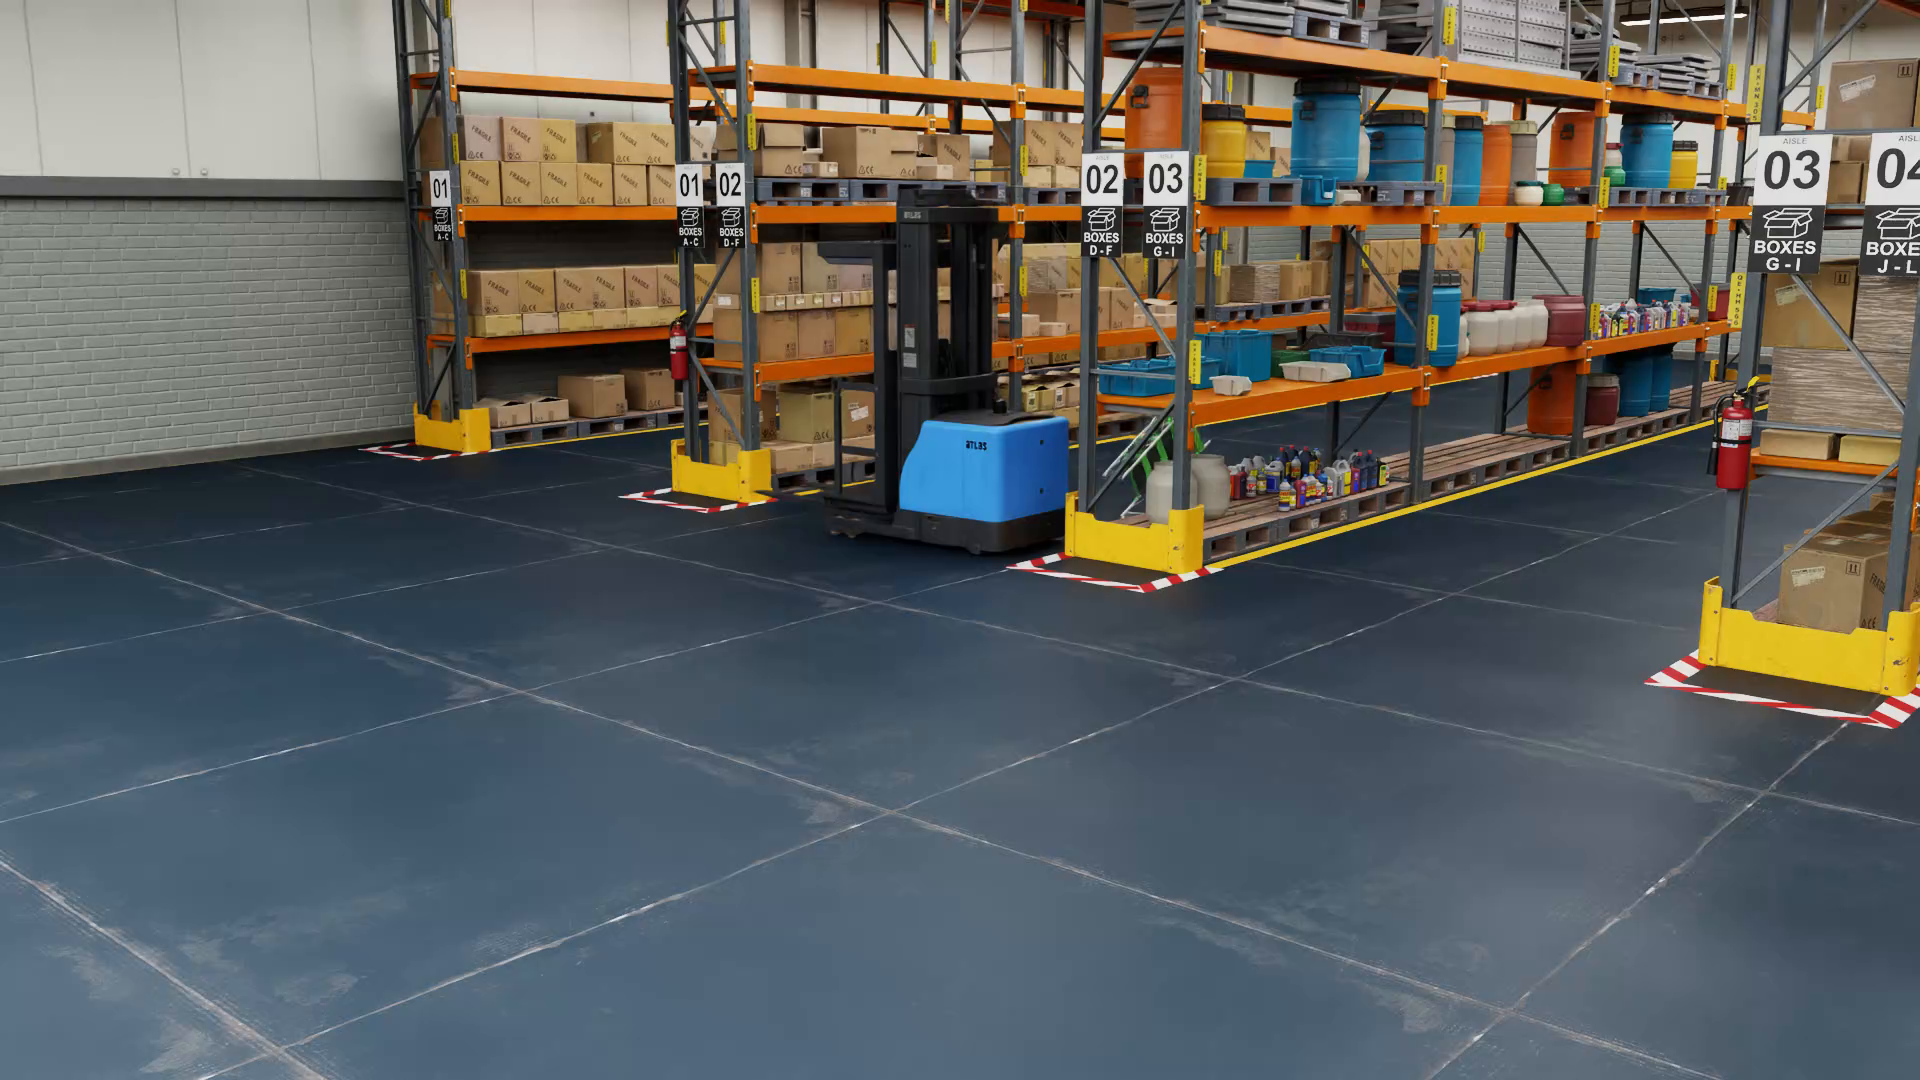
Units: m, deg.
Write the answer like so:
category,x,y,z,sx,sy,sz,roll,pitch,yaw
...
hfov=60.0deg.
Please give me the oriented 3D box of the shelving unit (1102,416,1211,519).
category,x,y,z,sx,sy,sz,roll,pitch,yaw
shelving unit,1.811,-0.754,15.219,0.258,0.503,1.200,11,48,44

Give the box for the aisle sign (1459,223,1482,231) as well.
category,x,y,z,sx,sy,sz,roll,pitch,yaw
aisle sign,8.488,-5.526,27.581,0.394,0.787,0.004,10,15,40

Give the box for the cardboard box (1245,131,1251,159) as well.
category,x,y,z,sx,sy,sz,roll,pitch,yaw
cardboard box,3.561,-5.252,22.382,0.500,0.500,0.500,10,15,40

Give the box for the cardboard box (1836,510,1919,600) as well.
category,x,y,z,sx,sy,sz,roll,pitch,yaw
cardboard box,6.311,0.103,11.347,0.500,0.500,0.500,-10,15,-42

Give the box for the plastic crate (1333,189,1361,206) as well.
category,x,y,z,sx,sy,sz,roll,pitch,yaw
plastic crate,3.254,-2.927,14.223,0.243,0.136,0.396,10,15,40

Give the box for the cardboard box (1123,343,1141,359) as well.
category,x,y,z,sx,sy,sz,roll,pitch,yaw
cardboard box,2.753,-3.482,29.297,0.700,0.500,0.500,10,15,40

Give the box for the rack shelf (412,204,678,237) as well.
category,x,y,z,sx,sy,sz,roll,pitch,yaw
rack shelf,-4.752,-3.979,20.652,1.077,0.370,4.000,10,15,40

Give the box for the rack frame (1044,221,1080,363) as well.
category,x,y,z,sx,sy,sz,roll,pitch,yaw
rack frame,1.849,-4.332,28.241,1.000,3.000,0.127,10,15,40

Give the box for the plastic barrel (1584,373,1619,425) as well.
category,x,y,z,sx,sy,sz,roll,pitch,yaw
plastic barrel,7.706,-1.726,20.280,0.600,0.588,0.708,10,15,40

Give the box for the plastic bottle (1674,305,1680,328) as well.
category,x,y,z,sx,sy,sz,roll,pitch,yaw
plastic bottle,9.032,-2.837,21.072,0.152,0.276,0.135,10,15,40

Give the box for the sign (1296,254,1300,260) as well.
category,x,y,z,sx,sy,sz,roll,pitch,yaw
sign,5.160,-4.185,25.298,0.100,0.325,0.005,10,15,40

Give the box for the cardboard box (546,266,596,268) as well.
category,x,y,z,sx,sy,sz,roll,pitch,yaw
cardboard box,-4.911,-3.191,20.945,0.500,0.500,0.500,10,15,41

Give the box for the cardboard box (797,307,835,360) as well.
category,x,y,z,sx,sy,sz,roll,pitch,yaw
cardboard box,-1.688,-2.120,16.914,0.700,0.500,0.500,10,15,42

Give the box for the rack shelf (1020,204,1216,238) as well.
category,x,y,z,sx,sy,sz,roll,pitch,yaw
rack shelf,1.612,-3.927,20.394,1.077,0.370,4.000,10,15,40

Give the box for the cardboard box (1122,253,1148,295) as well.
category,x,y,z,sx,sy,sz,roll,pitch,yaw
cardboard box,2.705,-4.663,29.135,0.980,0.700,0.700,9,15,39

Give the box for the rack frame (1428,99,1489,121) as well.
category,x,y,z,sx,sy,sz,roll,pitch,yaw
rack frame,8.213,-7.222,27.396,1.000,3.000,0.127,10,15,40

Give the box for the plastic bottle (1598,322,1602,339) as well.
category,x,y,z,sx,sy,sz,roll,pitch,yaw
plastic bottle,7.340,-2.415,19.150,0.097,0.201,0.097,0,11,0

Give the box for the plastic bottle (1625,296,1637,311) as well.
category,x,y,z,sx,sy,sz,roll,pitch,yaw
plastic bottle,8.788,-3.011,21.754,0.144,0.351,0.185,10,15,40

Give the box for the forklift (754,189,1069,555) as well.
category,x,y,z,sx,sy,sz,roll,pitch,yaw
forklift,-0.528,-1.530,14.390,3.031,2.935,1.130,9,15,39

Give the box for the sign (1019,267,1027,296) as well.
category,x,y,z,sx,sy,sz,roll,pitch,yaw
sign,0.709,-2.907,18.694,0.100,0.325,0.005,10,15,40

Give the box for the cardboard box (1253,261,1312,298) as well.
category,x,y,z,sx,sy,sz,roll,pitch,yaw
cardboard box,4.685,-3.797,24.235,0.500,0.500,0.700,-9,15,-39

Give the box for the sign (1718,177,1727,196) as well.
category,x,y,z,sx,sy,sz,roll,pitch,yaw
sign,9.703,-4.455,21.176,0.100,0.325,0.005,10,15,40

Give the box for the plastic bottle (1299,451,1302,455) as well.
category,x,y,z,sx,sy,sz,roll,pitch,yaw
plastic bottle,3.277,-0.713,15.952,0.152,0.276,0.135,10,15,42

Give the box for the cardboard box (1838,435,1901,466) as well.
category,x,y,z,sx,sy,sz,roll,pitch,yaw
cardboard box,5.457,-0.533,9.863,0.380,0.149,0.250,10,15,40

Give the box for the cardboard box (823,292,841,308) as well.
category,x,y,z,sx,sy,sz,roll,pitch,yaw
cardboard box,-1.422,-2.436,16.838,0.380,0.149,0.250,9,15,39

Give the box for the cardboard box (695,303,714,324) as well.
category,x,y,z,sx,sy,sz,roll,pitch,yaw
cardboard box,-3.517,-2.982,21.816,0.500,0.250,0.500,10,15,40

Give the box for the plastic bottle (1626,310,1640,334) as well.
category,x,y,z,sx,sy,sz,roll,pitch,yaw
plastic bottle,8.094,-2.628,20.025,0.152,0.276,0.135,10,15,40

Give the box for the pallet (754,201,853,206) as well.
category,x,y,z,sx,sy,sz,roll,pitch,yaw
pallet,-2.262,-4.764,23.225,1.213,0.211,1.003,10,15,40

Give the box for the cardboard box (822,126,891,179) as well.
category,x,y,z,sx,sy,sz,roll,pitch,yaw
cardboard box,-1.048,-3.930,16.886,0.500,0.500,0.500,10,15,40

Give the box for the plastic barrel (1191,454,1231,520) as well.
category,x,y,z,sx,sy,sz,roll,pitch,yaw
plastic barrel,2.077,-0.452,14.095,0.421,0.512,0.421,0,11,0

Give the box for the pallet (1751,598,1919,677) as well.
category,x,y,z,sx,sy,sz,roll,pitch,yaw
pallet,5.703,0.596,10.687,1.003,0.211,1.213,10,15,40

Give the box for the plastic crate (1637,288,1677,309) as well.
category,x,y,z,sx,sy,sz,roll,pitch,yaw
plastic crate,9.343,-3.185,22.388,0.392,0.384,0.575,10,15,40

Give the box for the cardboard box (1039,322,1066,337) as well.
category,x,y,z,sx,sy,sz,roll,pitch,yaw
cardboard box,1.030,-2.496,19.689,0.380,0.149,0.250,10,15,40

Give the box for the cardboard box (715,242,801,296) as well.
category,x,y,z,sx,sy,sz,roll,pitch,yaw
cardboard box,-1.996,-2.686,16.436,0.700,0.500,0.500,10,15,41

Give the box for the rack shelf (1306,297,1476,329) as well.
category,x,y,z,sx,sy,sz,roll,pitch,yaw
rack shelf,6.892,-3.633,26.581,1.077,0.370,4.000,10,15,40

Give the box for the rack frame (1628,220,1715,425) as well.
category,x,y,z,sx,sy,sz,roll,pitch,yaw
rack frame,9.291,-3.051,21.828,1.000,3.000,0.127,10,15,40

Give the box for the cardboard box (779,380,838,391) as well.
category,x,y,z,sx,sy,sz,roll,pitch,yaw
cardboard box,-1.570,-1.418,17.686,0.500,0.500,0.500,10,15,40

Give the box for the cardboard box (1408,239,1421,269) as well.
category,x,y,z,sx,sy,sz,roll,pitch,yaw
cardboard box,7.115,-4.492,26.234,0.500,0.500,0.500,10,15,42

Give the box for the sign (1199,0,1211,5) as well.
category,x,y,z,sx,sy,sz,roll,pitch,yaw
sign,1.780,-4.053,12.062,0.100,0.325,0.005,10,15,40

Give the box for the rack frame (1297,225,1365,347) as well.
category,x,y,z,sx,sy,sz,roll,pitch,yaw
rack frame,5.572,-3.692,25.037,1.000,3.000,0.127,10,15,40

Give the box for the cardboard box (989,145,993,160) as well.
category,x,y,z,sx,sy,sz,roll,pitch,yaw
cardboard box,0.816,-6.240,26.841,0.500,0.250,0.500,9,15,39

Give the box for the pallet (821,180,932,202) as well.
category,x,y,z,sx,sy,sz,roll,pitch,yaw
pallet,-1.058,-3.635,17.320,1.003,0.211,1.213,10,15,40

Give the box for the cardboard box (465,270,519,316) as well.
category,x,y,z,sx,sy,sz,roll,pitch,yaw
cardboard box,-5.532,-2.902,19.498,0.500,0.500,0.500,10,15,40

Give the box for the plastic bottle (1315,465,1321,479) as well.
category,x,y,z,sx,sy,sz,roll,pitch,yaw
plastic bottle,3.271,-0.540,15.069,0.061,0.283,0.133,10,15,40

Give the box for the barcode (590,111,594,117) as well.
category,x,y,z,sx,sy,sz,roll,pitch,yaw
barcode,-4.673,-5.408,21.123,0.001,0.075,0.075,10,15,40

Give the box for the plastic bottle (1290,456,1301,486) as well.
category,x,y,z,sx,sy,sz,roll,pitch,yaw
plastic bottle,3.160,-0.650,15.648,0.097,0.271,0.097,0,11,0

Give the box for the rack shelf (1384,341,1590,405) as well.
category,x,y,z,sx,sy,sz,roll,pitch,yaw
rack shelf,5.330,-1.815,17.479,1.077,0.370,4.000,10,15,40

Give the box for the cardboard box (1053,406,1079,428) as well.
category,x,y,z,sx,sy,sz,roll,pitch,yaw
cardboard box,1.082,-1.475,19.885,0.500,0.250,0.500,10,15,42

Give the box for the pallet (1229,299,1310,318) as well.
category,x,y,z,sx,sy,sz,roll,pitch,yaw
pallet,4.212,-3.296,23.545,1.003,0.211,1.213,10,15,40

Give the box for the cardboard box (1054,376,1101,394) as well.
category,x,y,z,sx,sy,sz,roll,pitch,yaw
cardboard box,1.426,-1.825,20.208,0.500,0.311,0.500,9,14,38

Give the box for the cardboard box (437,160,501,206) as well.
category,x,y,z,sx,sy,sz,roll,pitch,yaw
cardboard box,-5.664,-4.113,19.181,0.500,0.500,0.500,10,15,42

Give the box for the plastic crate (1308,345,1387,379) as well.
category,x,y,z,sx,sy,sz,roll,pitch,yaw
plastic crate,3.483,-1.603,14.959,0.499,0.251,0.616,10,15,40

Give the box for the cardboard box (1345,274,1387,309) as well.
category,x,y,z,sx,sy,sz,roll,pitch,yaw
cardboard box,6.113,-3.781,25.227,0.500,0.500,0.500,10,15,42

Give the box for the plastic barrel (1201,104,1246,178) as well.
category,x,y,z,sx,sy,sz,roll,pitch,yaw
plastic barrel,2.026,-3.239,13.557,0.600,0.588,0.600,0,11,0

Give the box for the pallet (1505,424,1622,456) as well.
category,x,y,z,sx,sy,sz,roll,pitch,yaw
pallet,7.139,-1.216,19.762,1.003,0.211,1.213,10,15,40

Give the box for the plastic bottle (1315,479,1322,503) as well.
category,x,y,z,sx,sy,sz,roll,pitch,yaw
plastic bottle,3.158,-0.435,14.753,0.097,0.201,0.097,0,11,0
